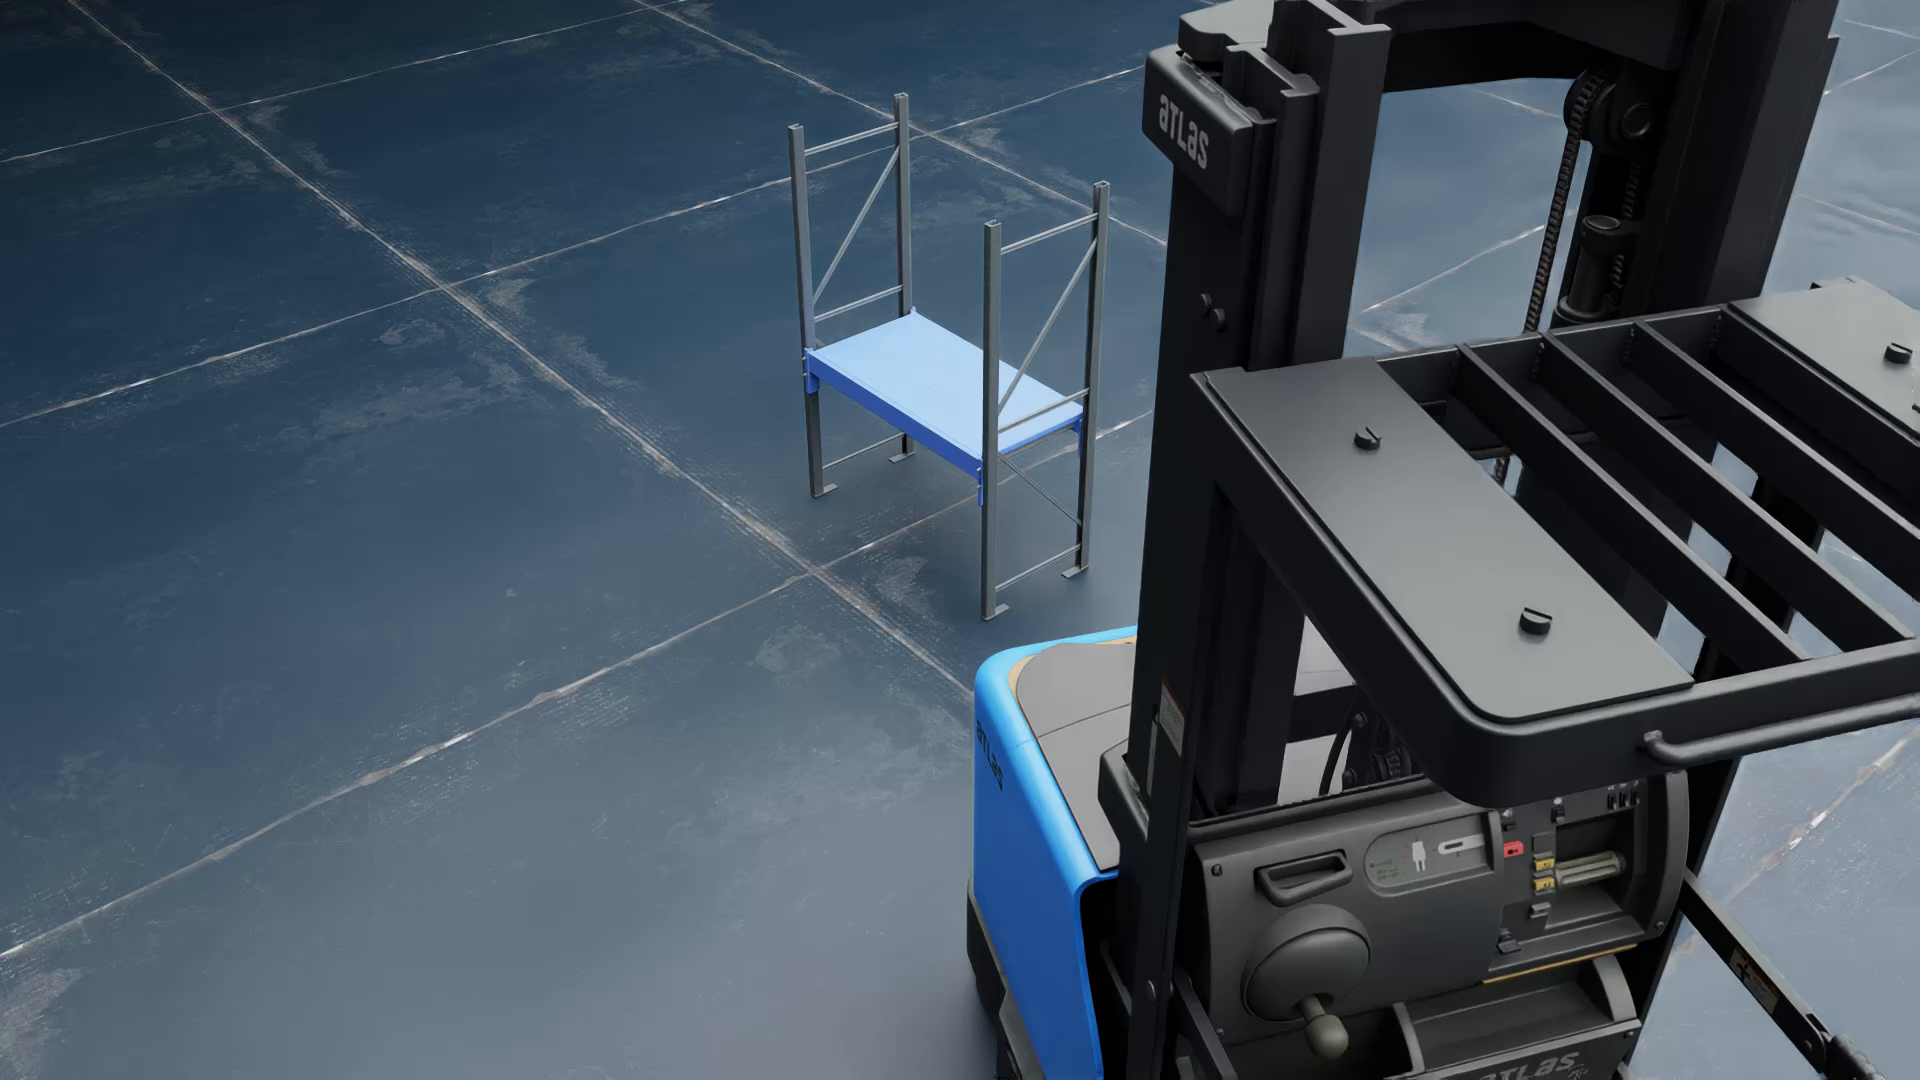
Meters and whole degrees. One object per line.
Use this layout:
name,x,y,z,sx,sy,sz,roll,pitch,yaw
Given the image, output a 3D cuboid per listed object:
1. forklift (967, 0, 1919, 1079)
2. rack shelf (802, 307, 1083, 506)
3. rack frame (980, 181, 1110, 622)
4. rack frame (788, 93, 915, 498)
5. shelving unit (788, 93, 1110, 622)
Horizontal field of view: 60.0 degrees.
forklift,0.917,0.694,2.733,1.130,2.935,3.031,-9,36,-13
rack shelf,-0.055,-0.503,5.974,0.538,0.185,1.000,-26,43,-32
rack frame,0.273,-0.425,5.553,0.500,1.500,0.032,-26,43,-32
rack frame,-0.383,-0.874,6.187,0.500,1.500,0.032,-26,43,-32
shelving unit,-0.055,-0.650,5.870,0.538,1.500,1.048,-26,43,-32
